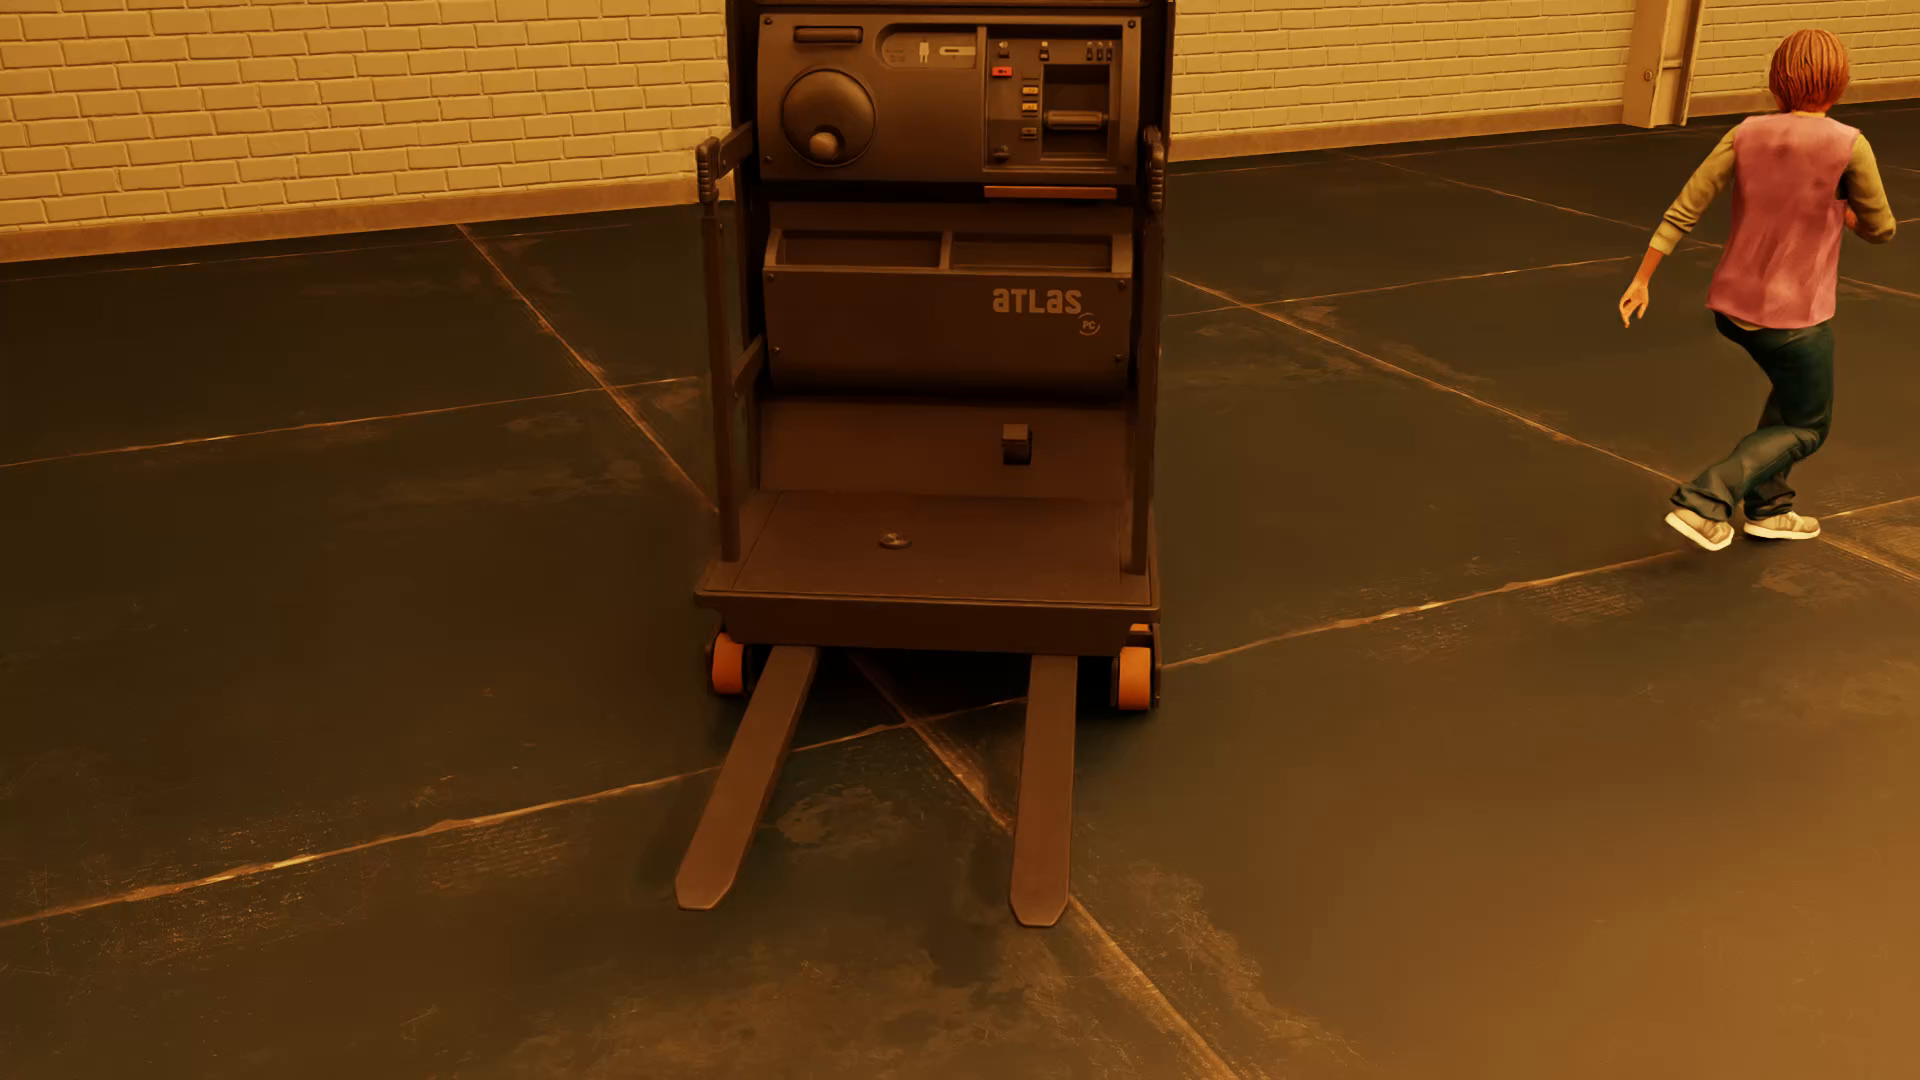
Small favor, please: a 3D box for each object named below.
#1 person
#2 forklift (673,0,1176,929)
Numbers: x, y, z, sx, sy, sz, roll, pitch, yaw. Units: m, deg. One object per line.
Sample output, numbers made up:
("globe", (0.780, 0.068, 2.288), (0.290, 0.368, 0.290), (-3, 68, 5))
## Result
("person", (2.327, -0.678, 4.794), (0.719, 1.519, 0.466), (-9, 24, -21))
("forklift", (-0.045, -1.063, 3.844), (1.130, 2.935, 3.031), (2, 23, 4))
